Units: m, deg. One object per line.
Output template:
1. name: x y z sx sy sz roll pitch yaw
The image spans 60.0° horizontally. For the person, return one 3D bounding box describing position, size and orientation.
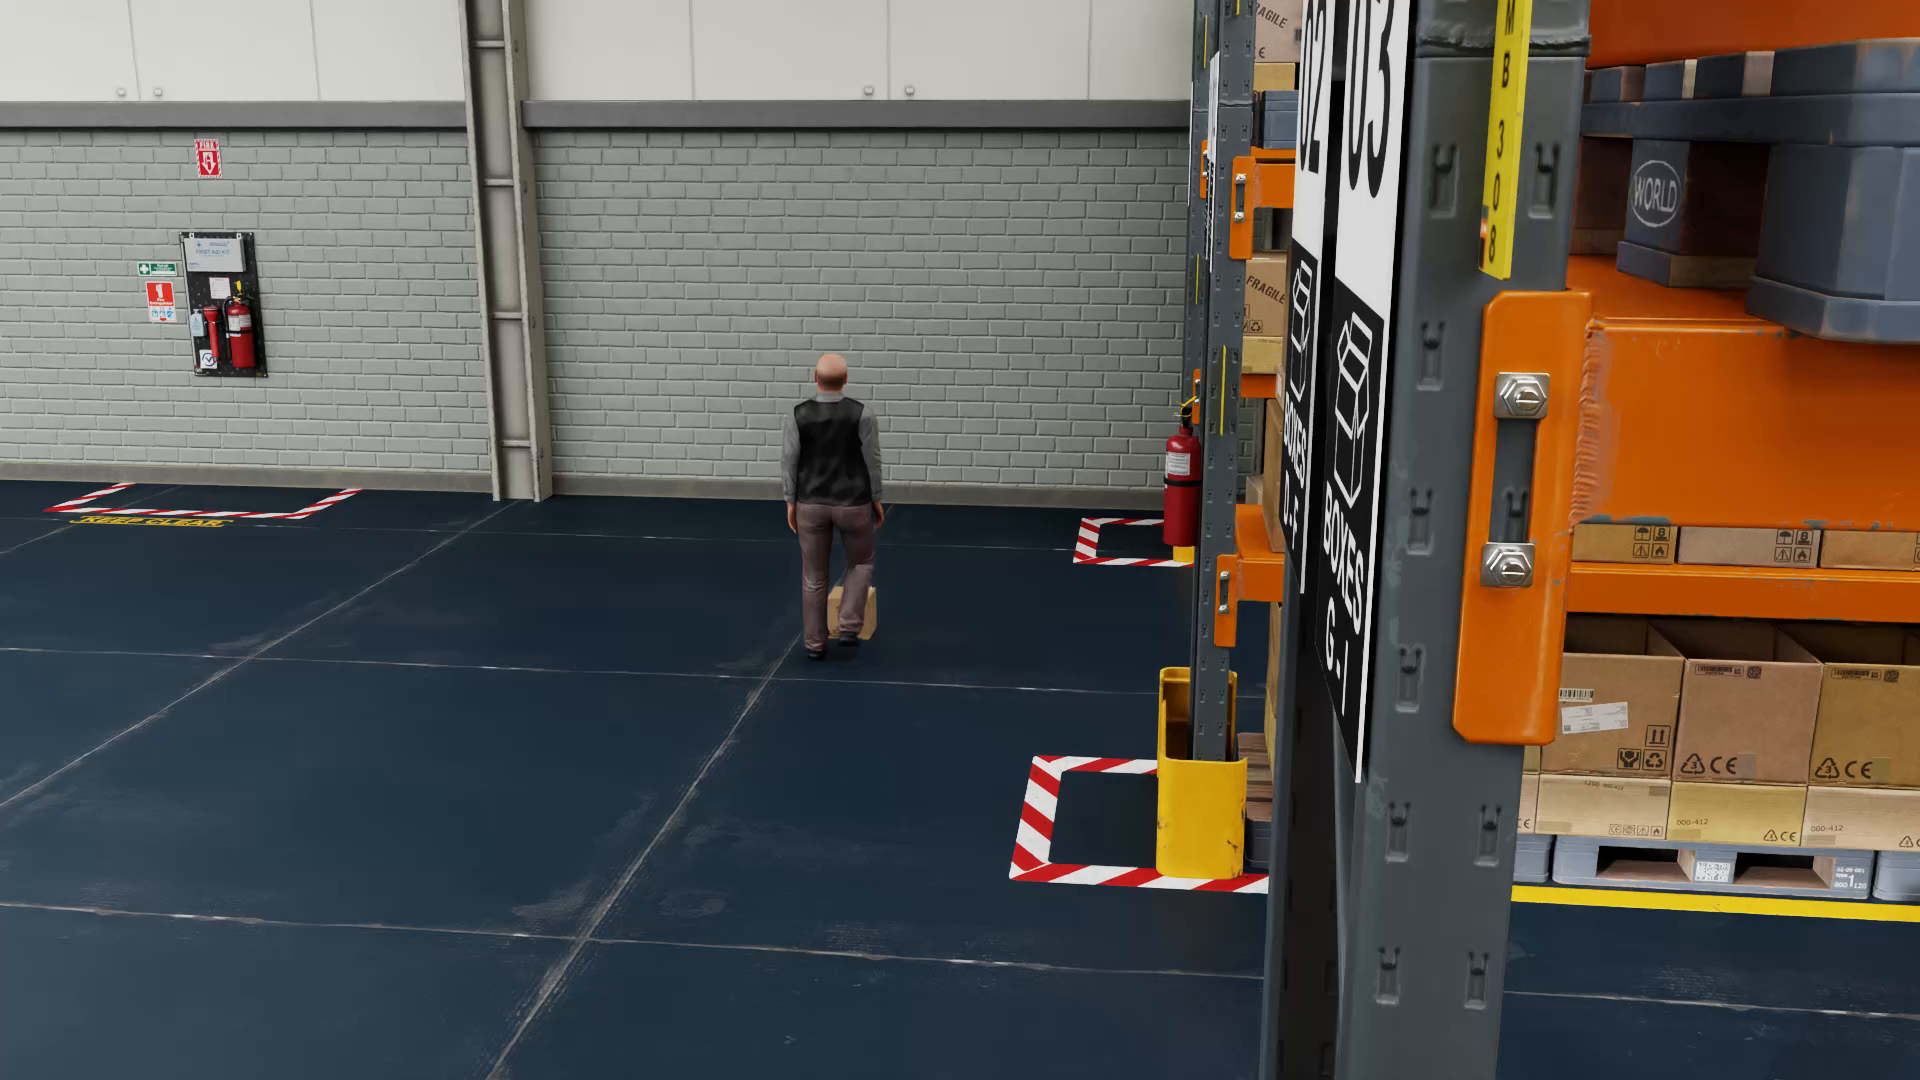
1. person: -0.703 -0.134 9.214 0.556 1.636 0.432 0 14 1
